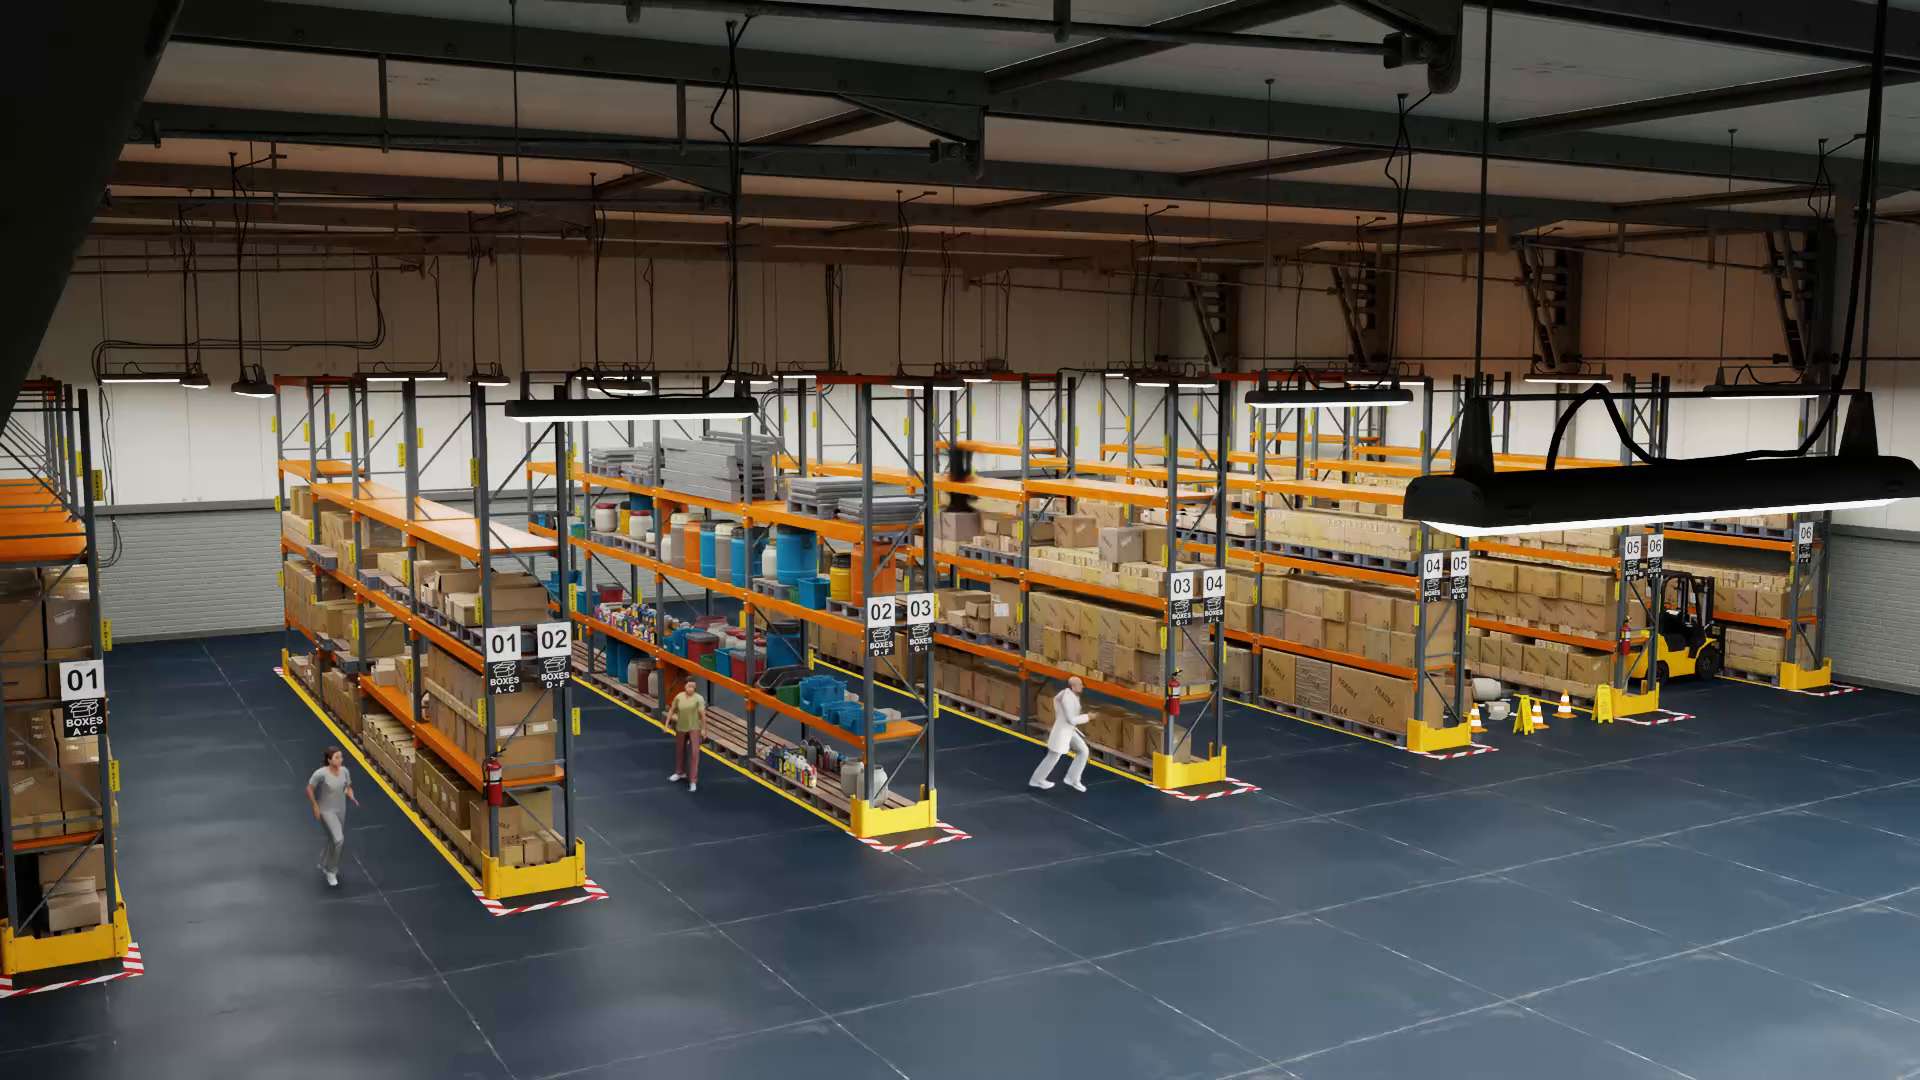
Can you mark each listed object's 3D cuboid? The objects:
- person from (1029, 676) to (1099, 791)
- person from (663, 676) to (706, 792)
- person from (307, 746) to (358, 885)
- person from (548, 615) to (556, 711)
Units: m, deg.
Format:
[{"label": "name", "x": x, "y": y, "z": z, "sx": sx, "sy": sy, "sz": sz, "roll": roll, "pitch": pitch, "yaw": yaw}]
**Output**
[{"label": "person", "x": 1.514, "y": 2.826, "z": 24.157, "sx": 1.037, "sy": 1.732, "sz": 0.627, "roll": 2, "pitch": 7, "yaw": 19}, {"label": "person", "x": -4.072, "y": 2.827, "z": 24.620, "sx": 0.627, "sy": 1.663, "sz": 0.761, "roll": 0, "pitch": 6, "yaw": 4}, {"label": "person", "x": -7.608, "y": 3.324, "z": 20.148, "sx": 0.792, "sy": 1.694, "sz": 0.486, "roll": 4, "pitch": 7, "yaw": 33}, {"label": "person", "x": -7.447, "y": 2.203, "z": 30.217, "sx": 0.589, "sy": 1.695, "sz": 0.829, "roll": -2, "pitch": 7, "yaw": -21}]
